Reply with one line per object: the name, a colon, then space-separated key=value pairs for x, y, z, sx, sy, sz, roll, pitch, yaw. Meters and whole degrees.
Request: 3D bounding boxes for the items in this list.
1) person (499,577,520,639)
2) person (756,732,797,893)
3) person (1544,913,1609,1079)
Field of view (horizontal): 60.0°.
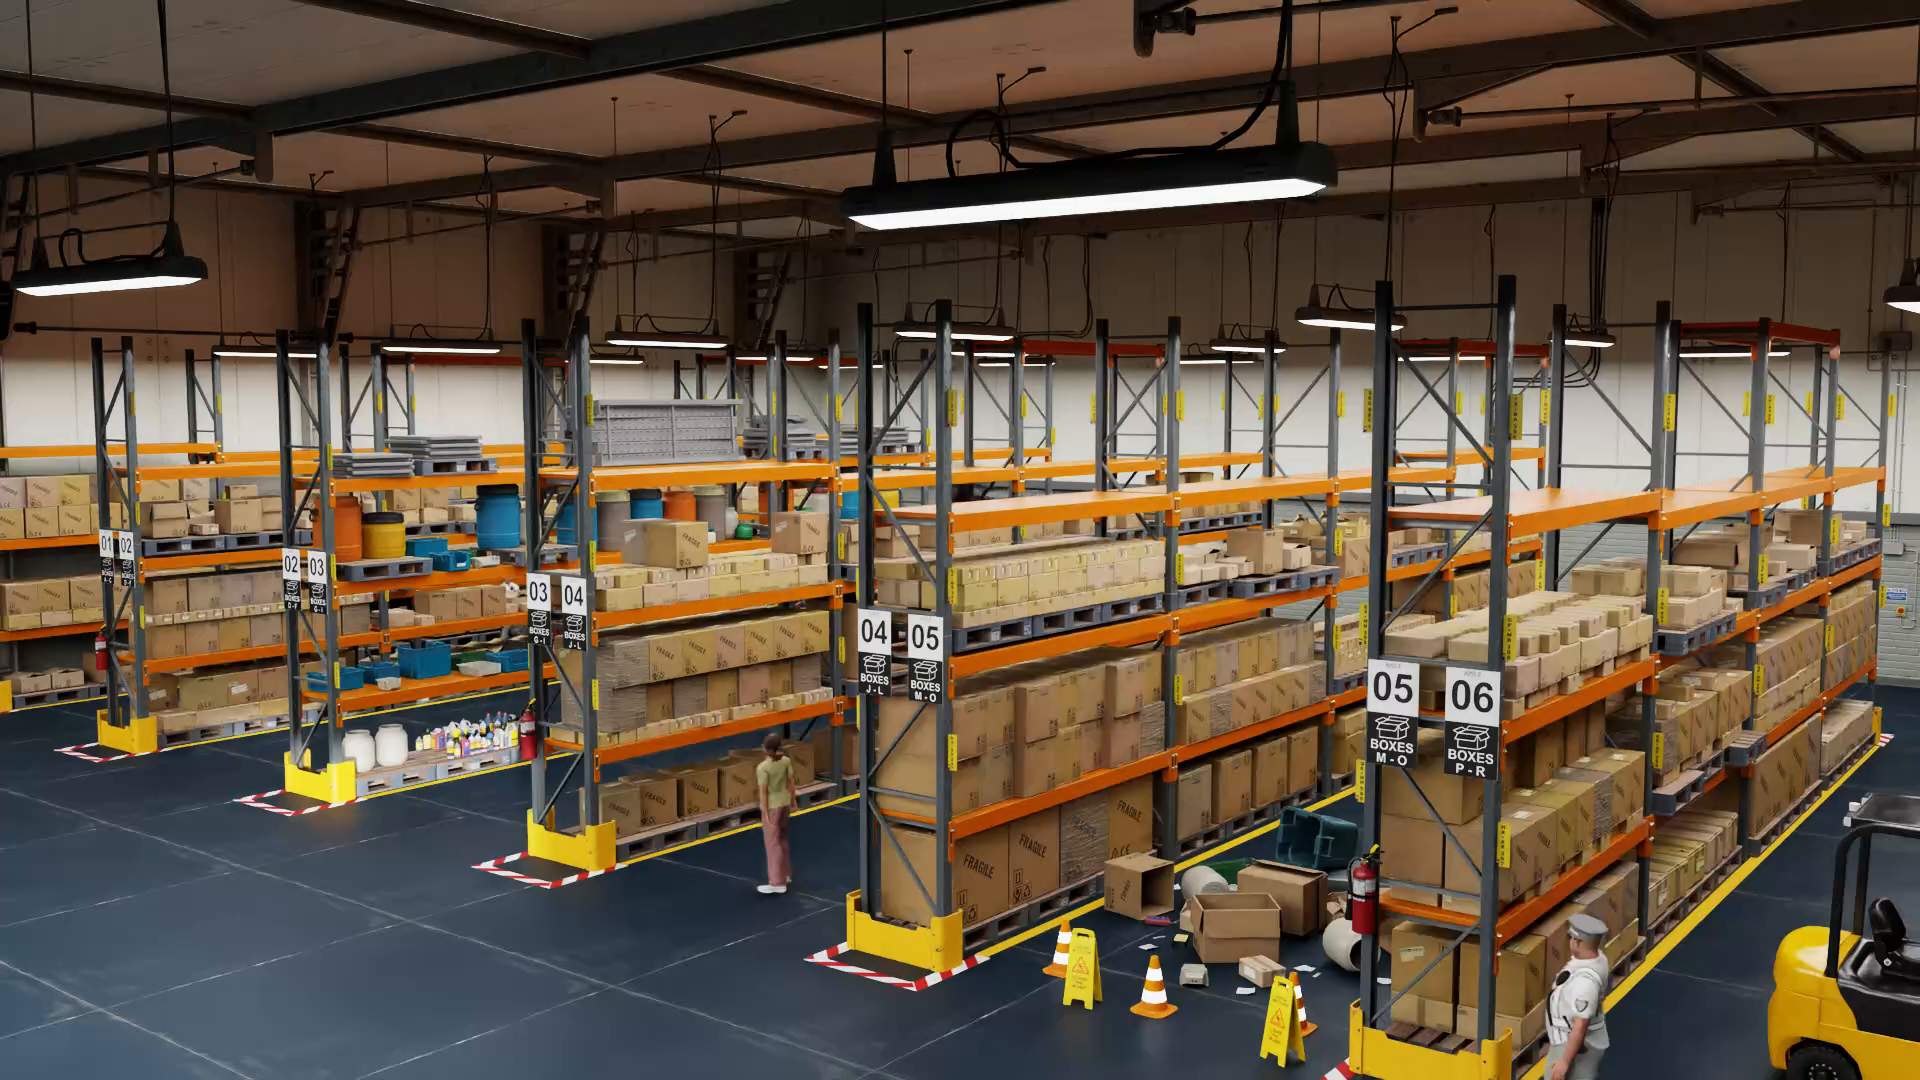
person: x=-9.167 y=1.408 z=33.618 sx=0.427 sy=1.638 sz=0.958 roll=3 pitch=6 yaw=31
person: x=-1.905 y=2.827 z=17.324 sx=0.393 sy=1.704 sz=0.597 roll=3 pitch=6 yaw=32
person: x=4.079 y=3.334 z=10.981 sx=0.485 sy=1.774 sz=0.629 roll=1 pitch=5 yaw=15
